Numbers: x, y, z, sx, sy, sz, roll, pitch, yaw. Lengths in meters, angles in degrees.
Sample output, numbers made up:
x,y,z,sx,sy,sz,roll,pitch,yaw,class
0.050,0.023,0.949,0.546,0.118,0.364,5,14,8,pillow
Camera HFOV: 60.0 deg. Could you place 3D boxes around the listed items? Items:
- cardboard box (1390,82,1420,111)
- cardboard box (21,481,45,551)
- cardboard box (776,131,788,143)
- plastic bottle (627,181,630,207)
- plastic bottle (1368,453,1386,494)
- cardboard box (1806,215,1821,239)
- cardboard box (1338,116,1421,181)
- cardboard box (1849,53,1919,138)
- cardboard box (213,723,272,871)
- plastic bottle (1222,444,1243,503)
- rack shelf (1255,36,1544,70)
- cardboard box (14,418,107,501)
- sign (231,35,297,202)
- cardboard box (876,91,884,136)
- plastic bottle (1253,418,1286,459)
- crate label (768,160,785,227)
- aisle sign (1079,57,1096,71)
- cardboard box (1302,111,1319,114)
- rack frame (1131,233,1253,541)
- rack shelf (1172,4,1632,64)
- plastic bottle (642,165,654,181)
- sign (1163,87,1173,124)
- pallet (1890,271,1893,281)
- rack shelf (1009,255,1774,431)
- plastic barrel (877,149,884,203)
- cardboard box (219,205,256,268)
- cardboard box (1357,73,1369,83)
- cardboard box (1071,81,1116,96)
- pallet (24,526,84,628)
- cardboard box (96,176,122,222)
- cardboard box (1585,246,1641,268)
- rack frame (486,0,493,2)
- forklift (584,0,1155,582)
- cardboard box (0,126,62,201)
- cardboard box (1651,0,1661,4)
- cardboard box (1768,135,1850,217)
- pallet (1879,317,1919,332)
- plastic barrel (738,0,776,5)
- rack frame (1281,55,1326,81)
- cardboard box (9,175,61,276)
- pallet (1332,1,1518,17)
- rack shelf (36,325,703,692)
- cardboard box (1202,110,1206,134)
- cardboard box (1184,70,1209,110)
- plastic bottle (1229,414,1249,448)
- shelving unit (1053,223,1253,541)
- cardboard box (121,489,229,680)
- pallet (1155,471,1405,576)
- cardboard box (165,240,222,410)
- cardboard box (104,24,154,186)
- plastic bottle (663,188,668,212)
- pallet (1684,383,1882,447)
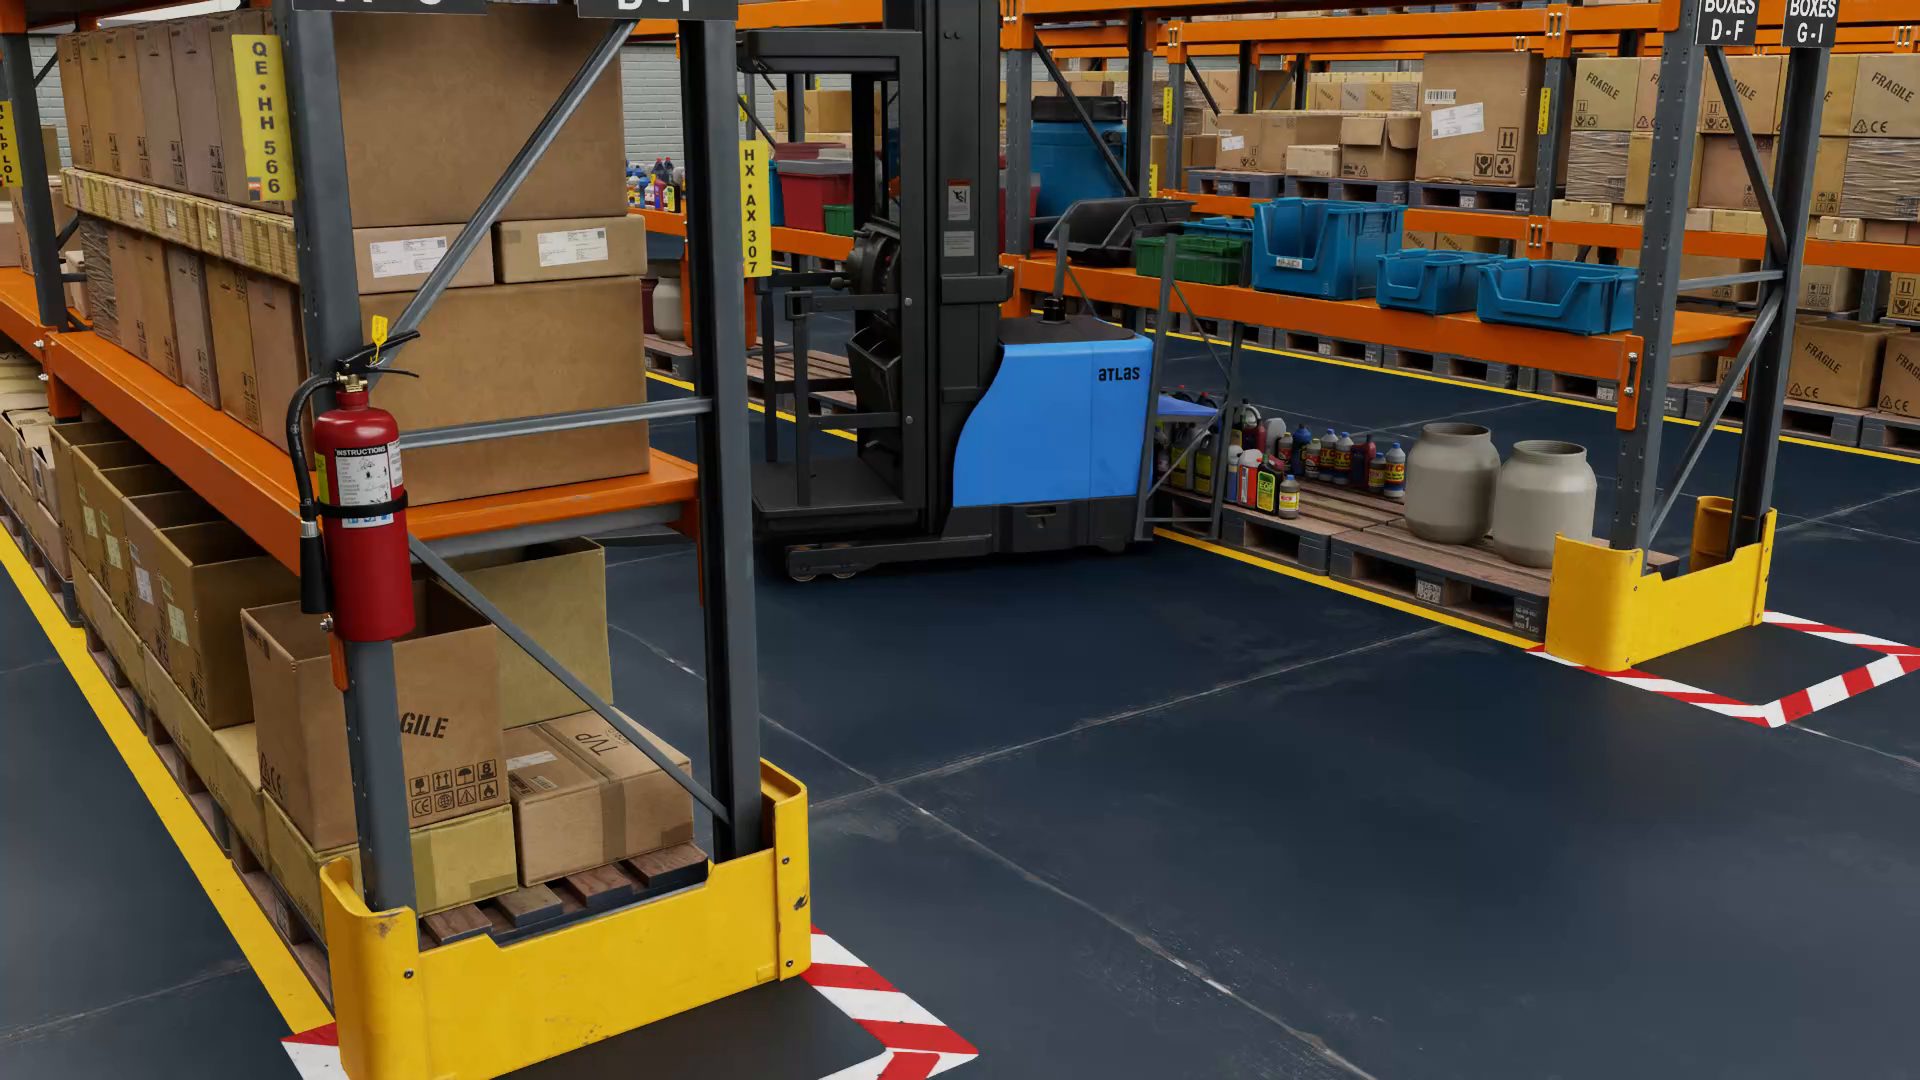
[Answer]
x,y,z,sx,sy,sz,roll,pitch,yaw,class
6.917,-6.705,25.310,0.500,0.500,0.500,-11,19,-34,cardboard box
-4.085,-0.145,7.837,0.500,0.250,0.500,-11,19,-35,cardboard box
-1.977,-5.033,21.003,0.500,0.250,0.500,-11,19,-35,cardboard box
-2.712,-2.844,13.661,0.097,0.201,0.097,0,15,0,plastic bottle
2.175,-0.351,8.643,0.097,0.201,0.097,0,15,0,plastic bottle
5.664,-2.075,10.952,0.380,0.149,0.250,-11,19,-35,cardboard box
3.610,-3.262,13.821,0.797,0.503,0.637,-9,18,-29,cardboard box
5.942,-2.766,10.352,0.500,0.500,0.500,-11,19,-35,cardboard box
-1.817,0.687,4.795,0.500,0.250,0.500,-11,19,-35,cardboard box
1.408,-0.341,8.466,0.152,0.276,0.135,-11,19,-36,plastic bottle
5.248,-5.783,19.704,1.077,0.370,4.000,-11,19,-35,rack shelf
-4.092,-0.416,7.764,0.500,0.311,0.500,-10,18,-33,cardboard box
-1.406,-0.854,3.373,0.100,0.325,0.005,-11,19,-35,sign
-0.777,-4.959,19.313,0.500,0.500,0.500,-11,19,-34,cardboard box
1.705,-0.545,9.212,0.152,0.276,0.135,-10,18,-34,plastic bottle
-1.289,-2.502,11.968,0.502,0.435,0.616,-11,19,-35,crate label
1.920,-7.280,24.570,0.394,0.787,0.004,-11,19,-35,aisle sign
4.394,-5.156,20.284,0.380,0.149,0.250,-11,19,-35,cardboard box
1.147,-0.734,8.196,0.500,1.500,0.032,0,12,-27,rack frame
3.528,-4.181,13.849,1.077,0.370,4.000,-11,19,-35,rack shelf
-2.786,-3.235,14.950,0.152,0.276,0.135,-11,19,-35,plastic bottle
1.905,-3.979,15.240,0.100,0.325,0.005,-11,19,-35,sign
11.540,-3.274,20.137,1.003,0.211,1.213,-11,19,-35,pallet
1.874,-1.111,8.315,1.077,0.370,4.000,-11,19,-35,rack shelf
-0.373,-2.438,11.543,0.433,0.535,0.433,0,15,0,plastic barrel
-1.789,-0.840,4.545,0.380,0.149,0.250,-11,19,-34,cardboard box
6.400,-7.200,25.887,0.380,0.149,0.250,-11,19,-34,cardboard box
1.555,-4.338,16.654,0.797,0.503,0.637,-10,18,-33,cardboard box
-3.776,0.077,7.895,1.003,0.211,1.213,-11,19,-35,pallet
-2.854,-1.226,5.956,0.380,0.149,0.250,-11,19,-35,cardboard box
7.226,-3.043,17.480,1.050,0.750,0.750,-11,19,-34,cardboard box
-4.006,-6.487,15.230,1.000,3.000,0.127,-11,19,-35,rack frame
-0.603,-1.371,8.034,3.031,2.935,1.130,-4,16,-14,forklift
-6.124,-2.339,10.454,0.500,0.500,0.700,10,18,33,cardboard box
5.077,-3.780,11.307,0.500,0.250,0.500,-11,19,-35,cardboard box
5.820,-2.423,10.994,0.875,0.500,0.500,-11,19,-35,cardboard box
9.160,-1.882,15.054,1.003,0.211,1.213,-11,19,-35,pallet
-1.347,-4.219,11.675,0.600,0.901,0.600,0,15,0,plastic barrel
5.665,-6.754,27.572,1.000,3.000,0.127,-11,19,-35,rack frame
-4.663,-1.663,8.782,0.500,0.500,0.500,-12,19,-37,cardboard box
3.815,-4.379,13.568,1.213,0.211,1.003,-11,19,-35,pallet
-2.135,-0.343,5.509,1.077,0.370,4.000,-11,19,-35,rack shelf
3.255,-5.472,22.136,0.500,0.500,0.500,-11,19,-36,cardboard box
3.269,-5.952,21.994,0.500,0.500,0.500,-12,19,-36,cardboard box
1.545,-0.563,9.262,0.061,0.283,0.133,-11,19,-35,plastic bottle
0.920,-0.842,8.638,0.538,1.500,1.048,0,12,-27,shelving unit
-2.408,0.113,5.475,0.500,0.500,0.500,-11,19,-35,cardboard box
1.781,-0.129,8.649,1.003,0.211,1.213,-11,19,-35,pallet
-2.136,-0.743,5.418,0.700,0.500,0.500,-10,18,-33,cardboard box
-2.453,-1.482,5.663,0.700,0.500,0.500,-11,19,-35,cardboard box
-2.290,-2.691,13.102,0.097,0.201,0.097,0,15,0,plastic bottle
5.849,-0.910,11.501,1.003,0.211,1.213,-11,19,-35,pallet
